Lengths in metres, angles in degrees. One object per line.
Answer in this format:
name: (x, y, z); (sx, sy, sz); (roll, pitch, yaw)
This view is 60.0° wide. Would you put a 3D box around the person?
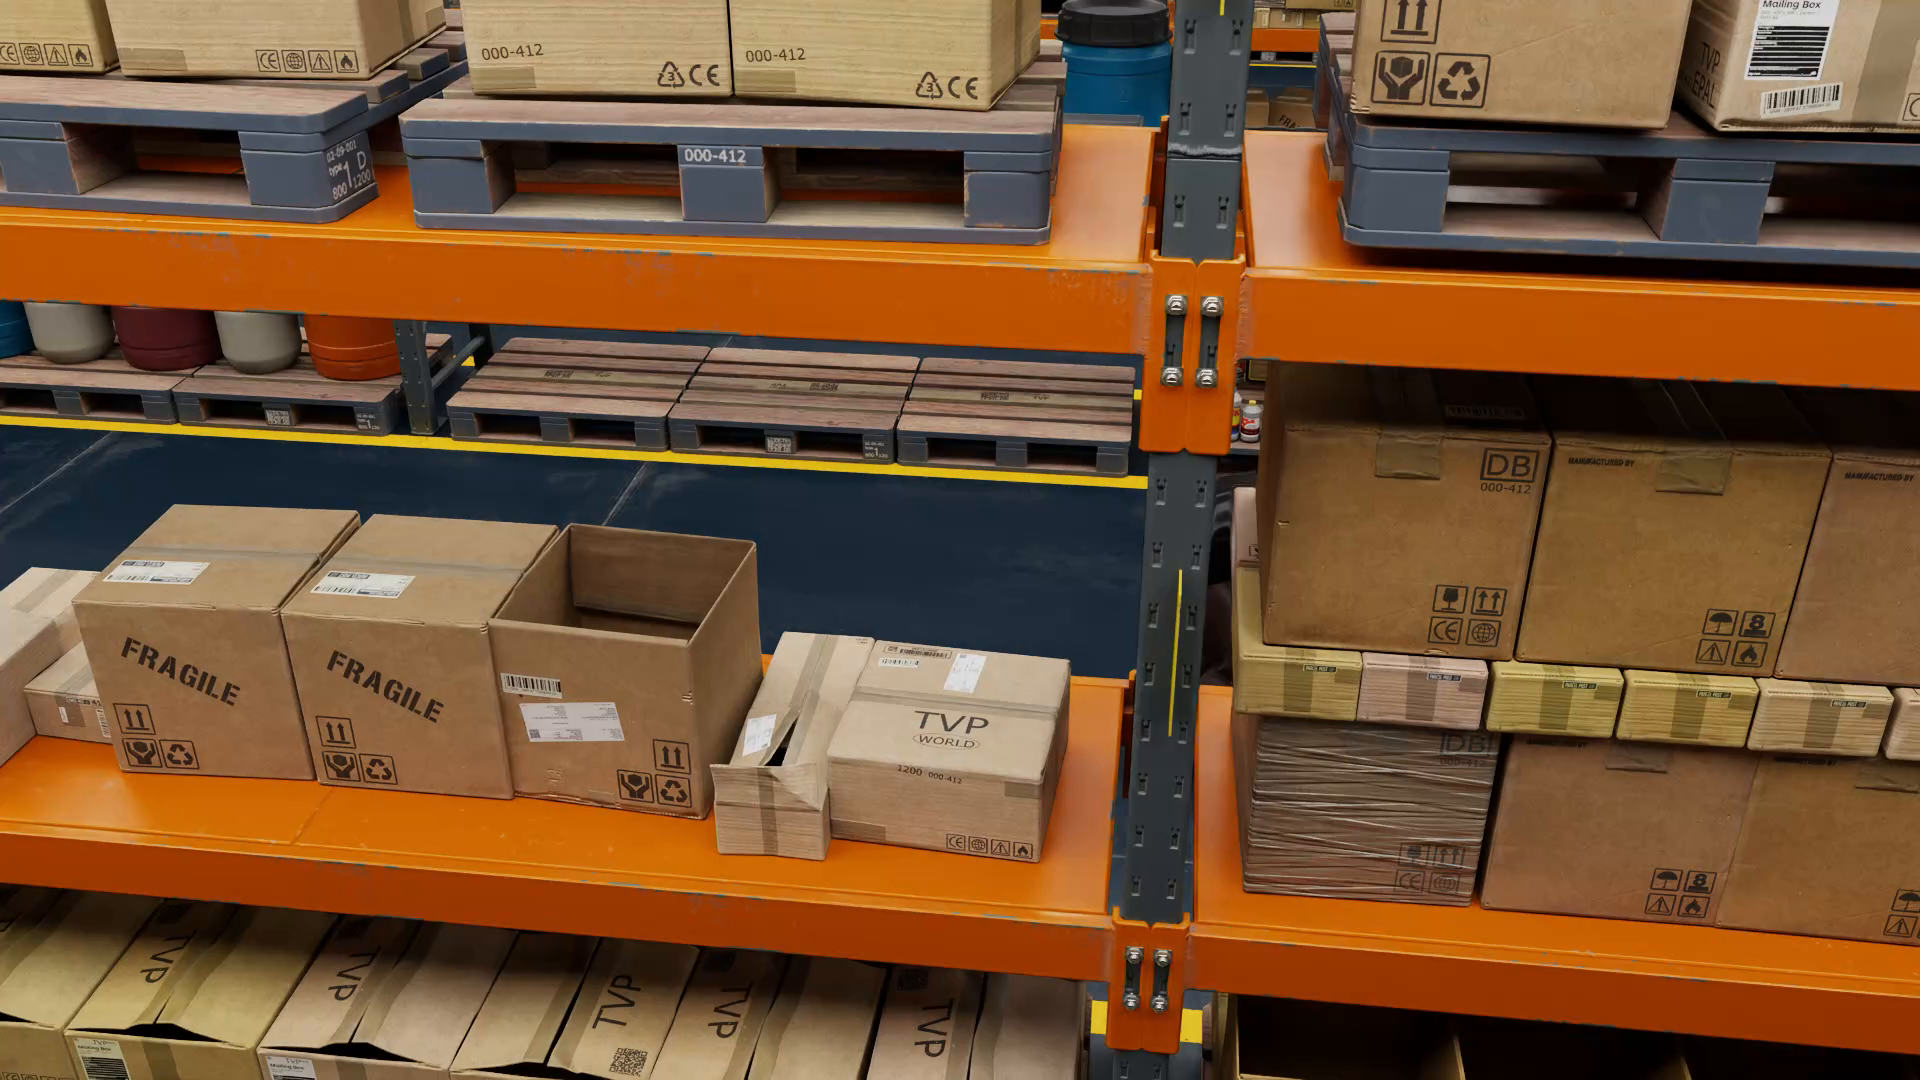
person: (1.025, 0.098, 6.084); (0.643, 1.616, 0.474); (3, 28, 5)
